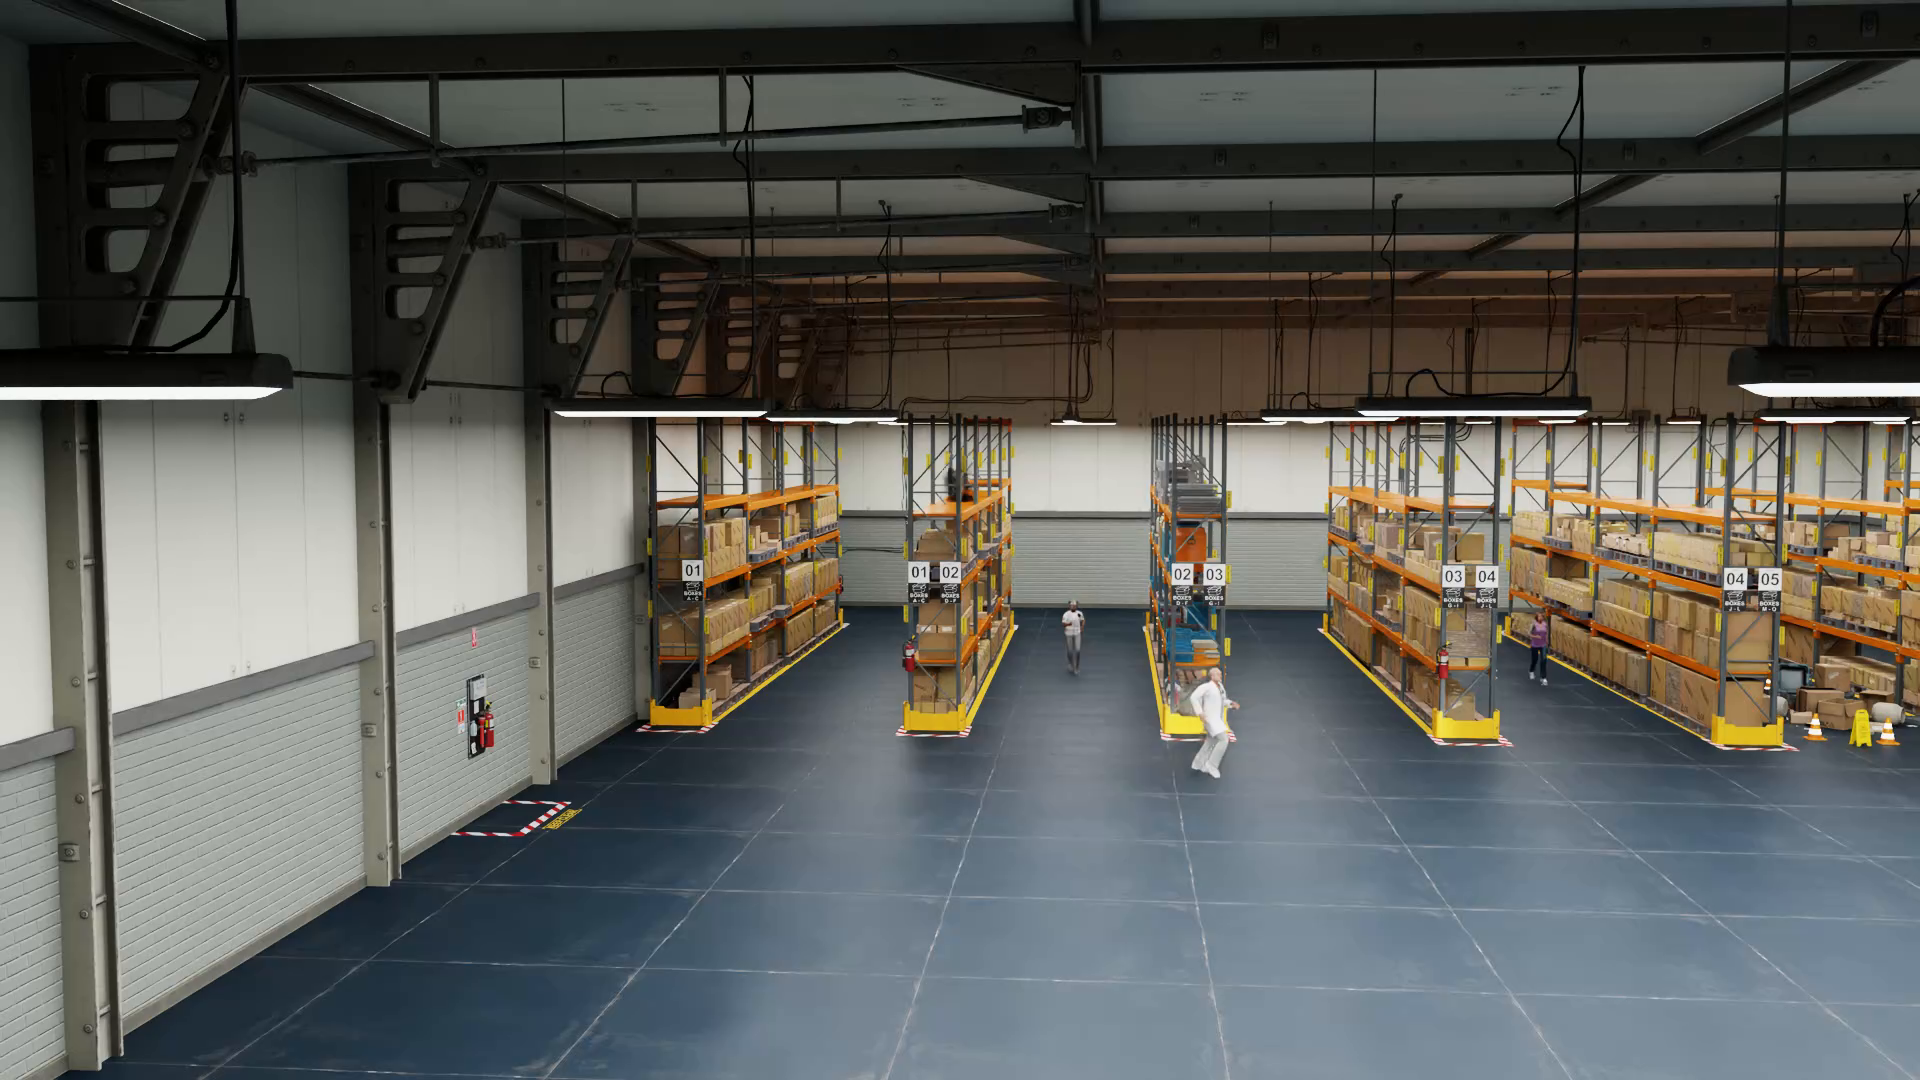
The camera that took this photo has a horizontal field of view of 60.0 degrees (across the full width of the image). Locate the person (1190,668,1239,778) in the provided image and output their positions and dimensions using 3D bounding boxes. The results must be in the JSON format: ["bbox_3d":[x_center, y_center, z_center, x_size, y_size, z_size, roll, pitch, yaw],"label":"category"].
[{"bbox_3d":[4.196,3.053,27.398,0.808,1.735,0.674,2,4,29],"label":"person"}]

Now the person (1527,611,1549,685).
[{"bbox_3d":[12.951,2.395,37.261,0.539,1.602,0.872,0,4,2],"label":"person"}]

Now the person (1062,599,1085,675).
[{"bbox_3d":[2.656,2.256,38.908,0.560,1.754,0.728,0,4,1],"label":"person"}]
